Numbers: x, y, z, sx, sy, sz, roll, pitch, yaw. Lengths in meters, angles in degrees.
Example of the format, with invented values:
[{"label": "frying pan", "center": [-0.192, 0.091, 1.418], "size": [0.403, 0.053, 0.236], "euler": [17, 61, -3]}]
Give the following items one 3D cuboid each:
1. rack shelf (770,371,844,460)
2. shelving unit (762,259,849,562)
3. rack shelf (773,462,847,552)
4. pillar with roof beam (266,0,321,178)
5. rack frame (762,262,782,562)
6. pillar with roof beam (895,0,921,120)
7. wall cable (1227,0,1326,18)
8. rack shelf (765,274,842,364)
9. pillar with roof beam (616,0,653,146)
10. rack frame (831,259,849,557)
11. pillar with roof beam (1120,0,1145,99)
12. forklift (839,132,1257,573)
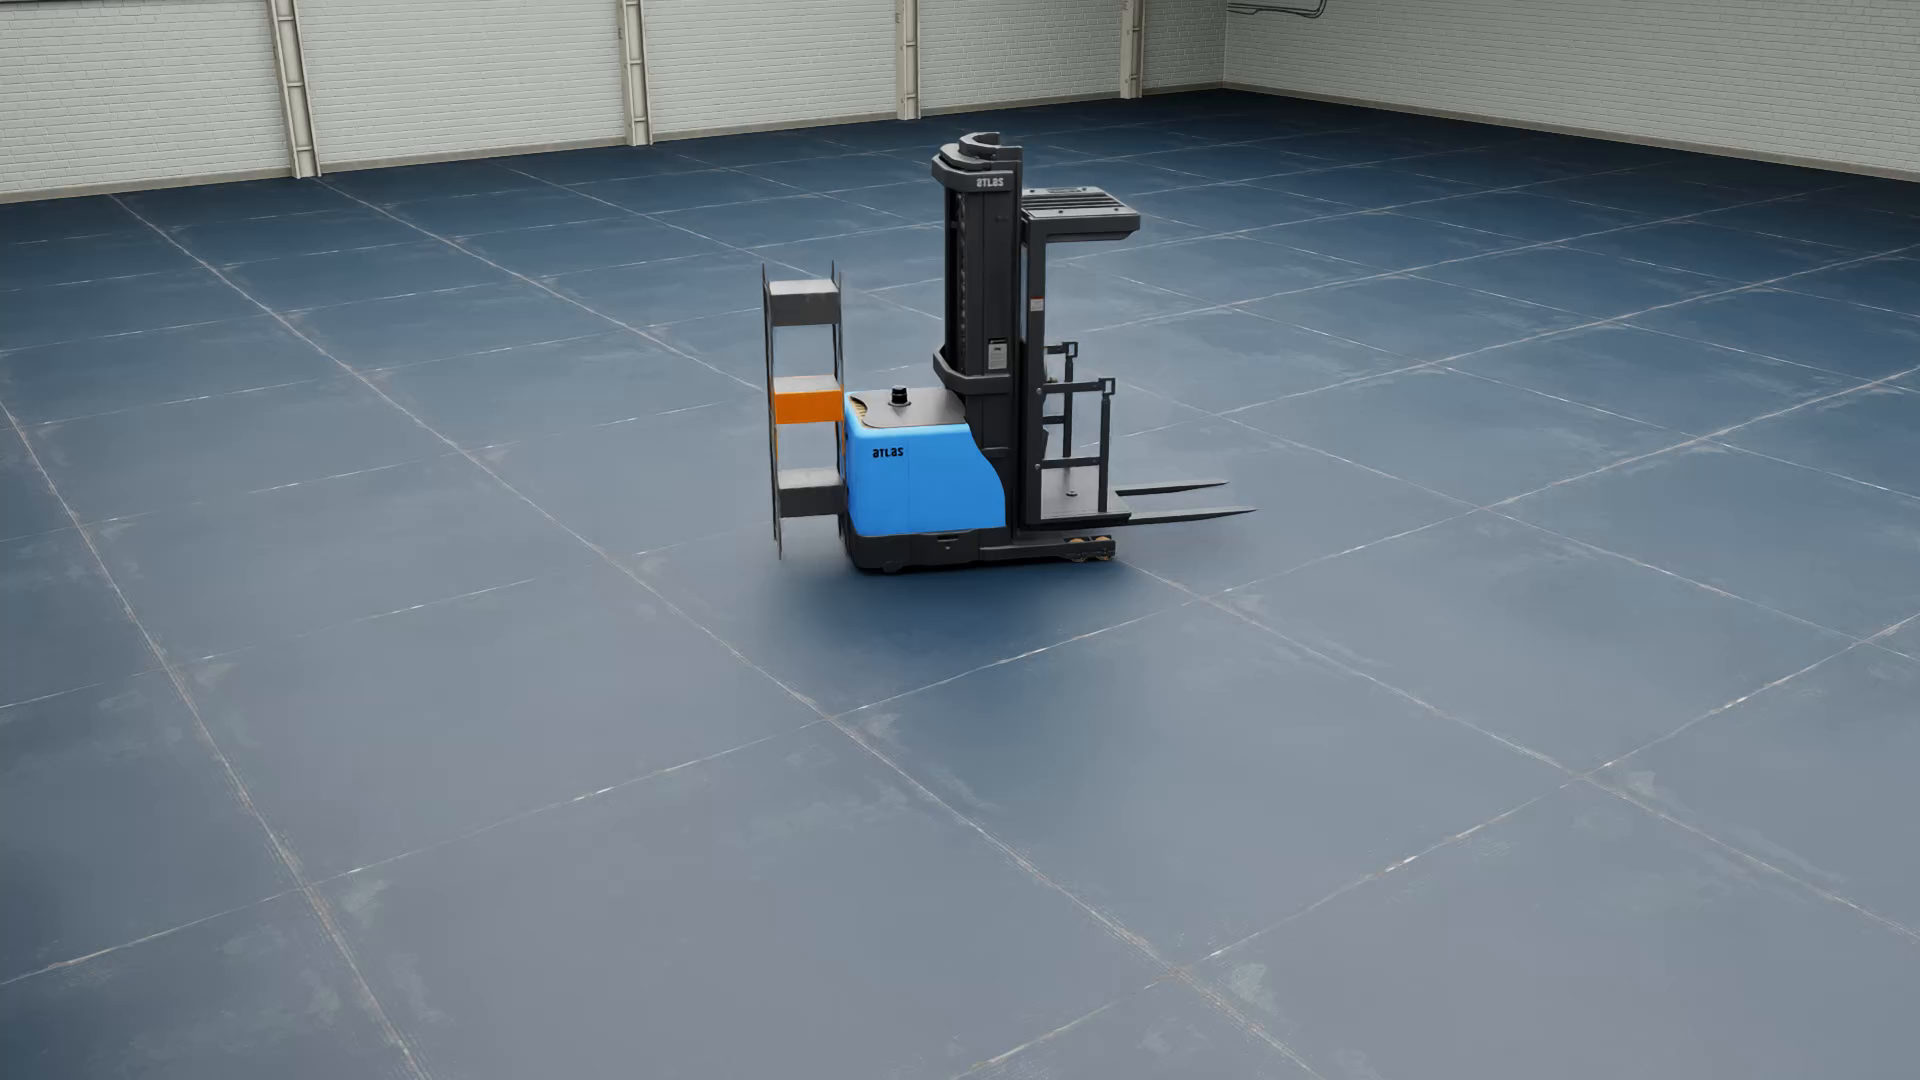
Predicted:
[{"label": "rack shelf", "center": [-1.096, -0.894, 11.841], "size": [0.480, 0.518, 0.431], "euler": [-4, 22, -11]}, {"label": "shelving unit", "center": [-1.096, -0.907, 11.836], "size": [0.503, 2.100, 0.431], "euler": [-4, 22, -11]}, {"label": "rack shelf", "center": [-1.096, -0.244, 12.101], "size": [0.480, 0.518, 0.431], "euler": [-4, 22, -11]}, {"label": "pillar with roof beam", "center": [-8.277, -8.896, 22.549], "size": [0.400, 9.000, 9.100], "euler": [-15, 26, -33]}, {"label": "rack frame", "center": [-1.335, -0.889, 11.791], "size": [0.015, 2.100, 0.400], "euler": [-4, 22, -11]}, {"label": "pillar with roof beam", "center": [1.464, -11.494, 29.058], "size": [0.400, 9.000, 9.100], "euler": [-15, 26, -33]}, {"label": "wall cable", "center": [6.984, -12.885, 36.735], "size": [0.112, 2.526, 3.097], "euler": [-15, 26, -33]}, {"label": "rack shelf", "center": [-1.096, -1.545, 11.582], "size": [0.480, 0.518, 0.431], "euler": [-4, 22, -11]}, {"label": "pillar with roof beam", "center": [-3.407, -10.195, 25.804], "size": [0.400, 9.000, 9.100], "euler": [-15, 26, -33]}, {"label": "rack frame", "center": [-0.857, -0.925, 11.882], "size": [0.015, 2.100, 0.400], "euler": [-4, 22, -11]}, {"label": "pillar with roof beam", "center": [6.334, -12.792, 32.313], "size": [0.400, 9.000, 9.100], "euler": [-15, 26, -33]}, {"label": "forklift", "center": [0.662, -1.389, 11.922], "size": [3.031, 2.935, 1.130], "euler": [-4, 22, -11]}]
